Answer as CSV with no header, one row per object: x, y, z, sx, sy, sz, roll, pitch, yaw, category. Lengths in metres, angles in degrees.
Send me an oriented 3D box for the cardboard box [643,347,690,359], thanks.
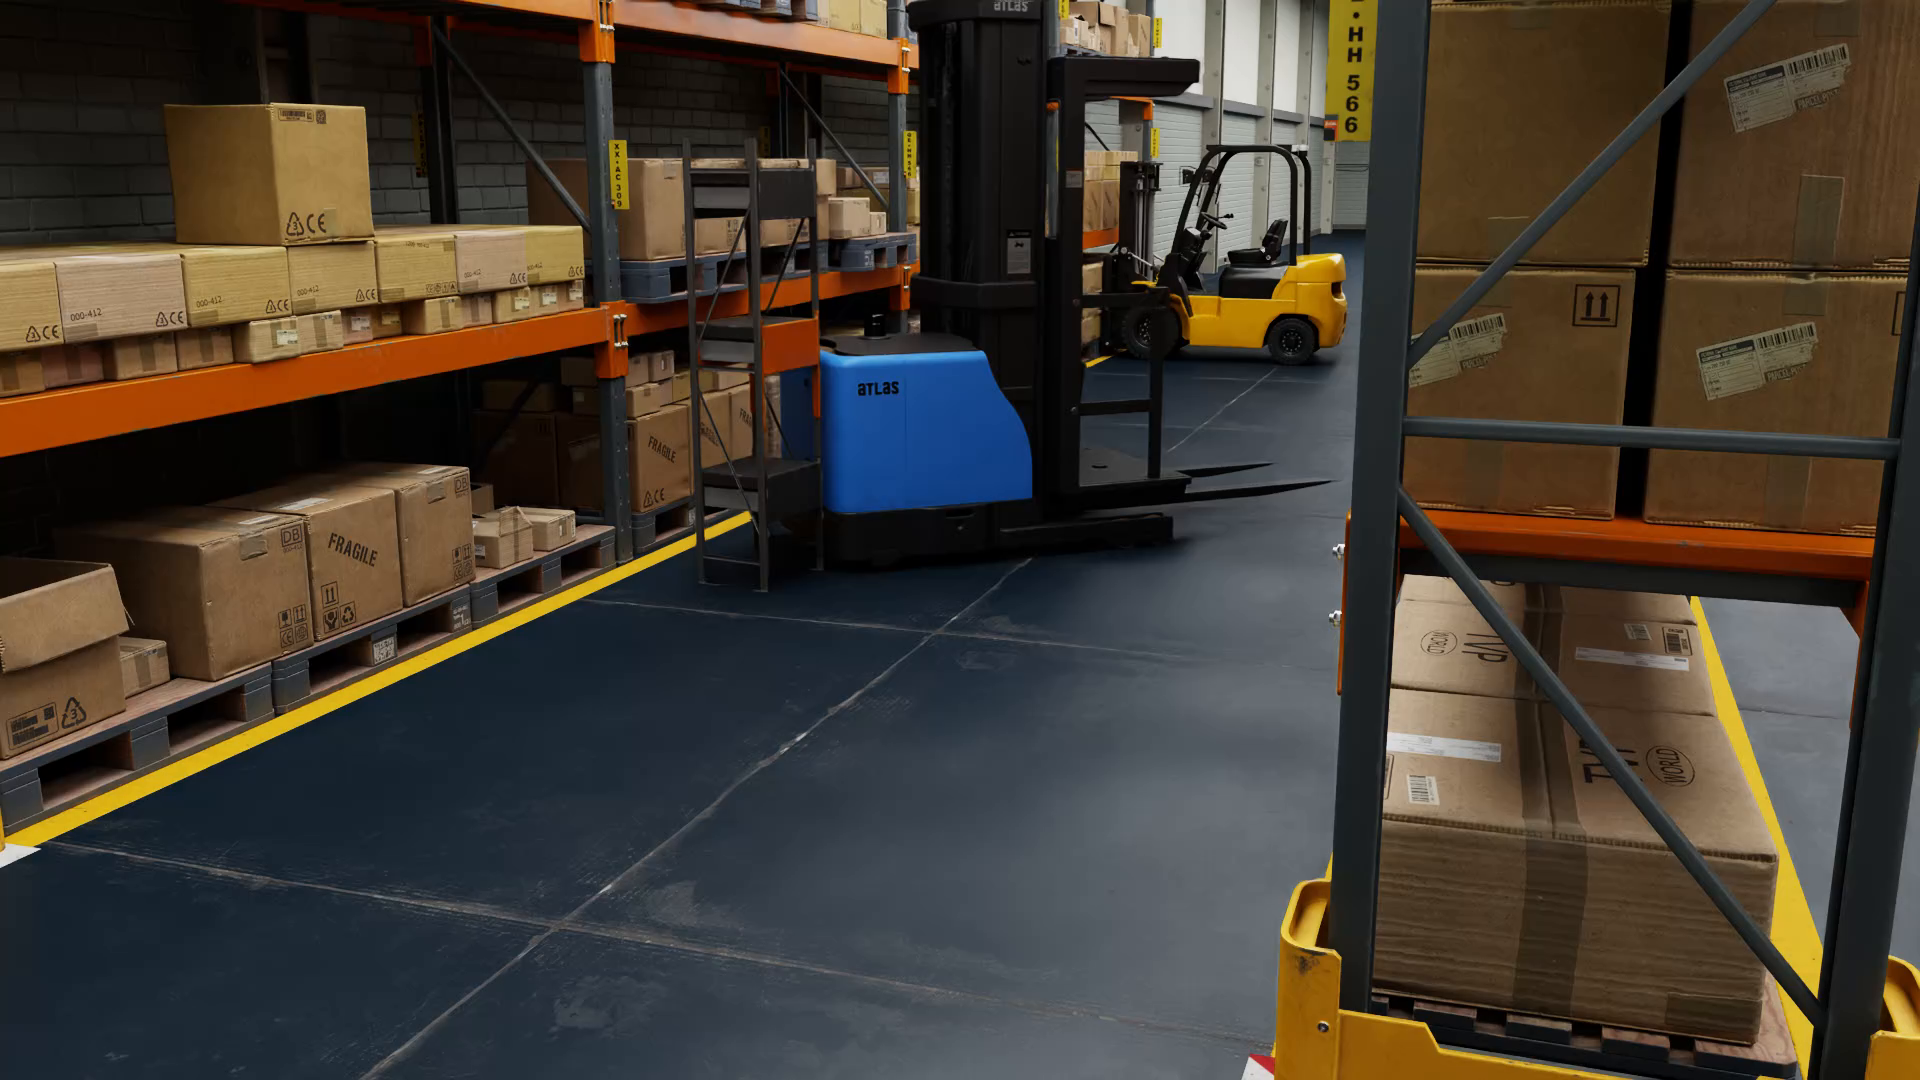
-1.830,-1.106,10.311,0.380,0.149,0.250,4,13,16,cardboard box

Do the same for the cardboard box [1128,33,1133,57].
1.654,-5.306,17.889,0.396,0.266,0.258,4,14,19,cardboard box

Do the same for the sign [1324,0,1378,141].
0.729,-0.902,3.066,0.100,0.325,0.005,4,14,18,sign

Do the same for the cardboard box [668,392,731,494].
-1.633,-0.564,9.391,0.500,0.500,0.500,4,14,18,cardboard box

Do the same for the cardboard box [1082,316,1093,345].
1.042,-2.114,16.744,0.500,0.250,0.500,4,13,17,cardboard box

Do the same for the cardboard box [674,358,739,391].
-1.517,-0.965,9.692,0.380,0.149,0.250,4,14,18,cardboard box

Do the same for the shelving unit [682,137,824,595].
-0.972,-0.836,7.933,0.431,2.100,0.503,7,15,27,shelving unit

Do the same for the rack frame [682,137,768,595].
-1.087,-0.788,7.723,0.400,2.100,0.015,7,15,27,rack frame

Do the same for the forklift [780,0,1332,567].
0.591,-1.484,8.904,3.031,2.935,1.130,-5,14,-22,forklift

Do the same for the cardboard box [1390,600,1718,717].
1.645,0.524,4.763,0.875,0.438,0.875,5,14,20,cardboard box

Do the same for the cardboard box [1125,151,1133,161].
1.691,-4.214,18.359,0.380,0.149,0.250,5,14,20,cardboard box

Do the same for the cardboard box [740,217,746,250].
-1.353,-1.783,9.419,0.396,0.266,0.258,5,14,21,cardboard box

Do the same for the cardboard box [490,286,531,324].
-2.155,-1.059,7.450,0.380,0.149,0.250,5,14,20,cardboard box

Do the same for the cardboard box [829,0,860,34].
-0.970,-3.379,10.649,0.500,0.250,0.500,4,14,19,cardboard box

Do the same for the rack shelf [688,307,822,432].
-0.972,-0.823,7.936,0.431,0.518,0.480,7,15,27,rack shelf

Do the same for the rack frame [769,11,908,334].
-0.871,-2.221,11.980,1.000,3.000,0.127,4,14,18,rack frame

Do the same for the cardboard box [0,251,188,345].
-2.895,-0.791,5.382,0.500,0.250,0.500,5,14,19,cardboard box

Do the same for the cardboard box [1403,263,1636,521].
1.144,-0.350,3.555,0.500,0.500,0.500,4,14,19,cardboard box

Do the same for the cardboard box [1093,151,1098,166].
1.212,-3.950,17.203,0.380,0.149,0.250,4,14,19,cardboard box

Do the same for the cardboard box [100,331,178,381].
-2.863,-0.628,5.561,0.380,0.149,0.250,5,14,20,cardboard box

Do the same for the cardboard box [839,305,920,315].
-0.453,-1.537,13.374,0.875,0.625,0.625,5,14,20,cardboard box

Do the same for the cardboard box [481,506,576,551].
-2.068,-0.056,7.954,0.380,0.149,0.250,4,13,17,cardboard box

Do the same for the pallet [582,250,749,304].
-1.804,-1.446,9.014,1.003,0.211,1.213,4,14,18,pallet

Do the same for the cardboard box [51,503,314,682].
-2.859,0.178,6.142,0.700,0.500,0.500,5,14,21,cardboard box

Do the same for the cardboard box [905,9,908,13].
-0.406,-4.121,12.168,0.500,0.500,0.500,4,14,19,cardboard box

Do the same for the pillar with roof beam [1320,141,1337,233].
14.419,-12.756,44.651,9.100,9.000,0.548,4,14,18,pillar with roof beam

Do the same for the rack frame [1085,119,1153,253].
1.717,-3.906,19.360,1.000,3.000,0.127,4,14,18,rack frame

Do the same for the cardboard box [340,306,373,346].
-2.546,-0.848,6.526,0.380,0.149,0.250,4,14,18,cardboard box

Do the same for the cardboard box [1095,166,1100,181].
1.216,-3.744,16.969,0.380,0.149,0.250,4,13,17,cardboard box

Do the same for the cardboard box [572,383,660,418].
-1.798,-0.738,8.696,0.380,0.149,0.250,5,14,21,cardboard box

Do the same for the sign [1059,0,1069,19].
0.940,-4.895,15.081,0.100,0.325,0.005,4,14,18,sign

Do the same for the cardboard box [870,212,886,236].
-0.721,-2.138,11.234,0.380,0.149,0.250,5,14,19,cardboard box

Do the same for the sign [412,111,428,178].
-2.692,-1.983,8.333,0.100,0.325,0.005,4,14,18,sign

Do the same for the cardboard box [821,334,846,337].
-0.977,-1.290,11.113,0.380,0.149,0.250,4,13,17,cardboard box

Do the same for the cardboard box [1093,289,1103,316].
1.206,-2.462,17.148,0.500,0.250,0.500,4,14,18,cardboard box

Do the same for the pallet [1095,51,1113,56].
1.071,-4.920,17.262,1.003,0.211,1.213,4,14,18,pallet

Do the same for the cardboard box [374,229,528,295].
-2.248,-1.220,7.260,0.500,0.250,0.500,4,14,19,cardboard box

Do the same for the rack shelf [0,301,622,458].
-2.813,-0.607,6.525,1.077,0.370,4.000,4,14,18,rack shelf

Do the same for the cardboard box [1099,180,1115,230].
1.312,-3.509,17.396,0.500,0.500,0.500,4,14,19,cardboard box

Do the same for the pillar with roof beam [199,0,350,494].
0.830,-3.912,5.906,9.100,9.000,0.400,4,14,18,pillar with roof beam

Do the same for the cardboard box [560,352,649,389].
-1.855,-0.887,8.682,0.380,0.149,0.250,4,13,17,cardboard box

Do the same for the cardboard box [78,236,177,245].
-3.060,-1.047,6.504,0.500,0.250,0.500,4,14,18,cardboard box

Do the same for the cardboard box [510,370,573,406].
-2.239,-0.836,9.124,0.380,0.149,0.250,4,14,18,cardboard box

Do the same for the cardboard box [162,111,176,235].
-2.899,-1.522,6.900,0.500,0.500,0.500,4,13,17,cardboard box

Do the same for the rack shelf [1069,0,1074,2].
1.070,-5.864,16.972,1.077,0.370,4.000,4,14,18,rack shelf

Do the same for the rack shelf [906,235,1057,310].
-0.224,-2.292,13.905,1.077,0.370,4.000,4,14,18,rack shelf

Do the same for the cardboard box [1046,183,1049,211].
0.506,-3.112,15.097,0.500,0.250,0.500,4,13,17,cardboard box

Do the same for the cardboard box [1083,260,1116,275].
1.379,-2.817,17.578,0.500,0.250,0.500,4,13,17,cardboard box

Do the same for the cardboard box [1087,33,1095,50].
1.104,-4.891,16.333,0.380,0.149,0.250,5,14,20,cardboard box

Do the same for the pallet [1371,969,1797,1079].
1.423,1.005,4.110,1.003,0.211,1.213,4,14,18,pallet
